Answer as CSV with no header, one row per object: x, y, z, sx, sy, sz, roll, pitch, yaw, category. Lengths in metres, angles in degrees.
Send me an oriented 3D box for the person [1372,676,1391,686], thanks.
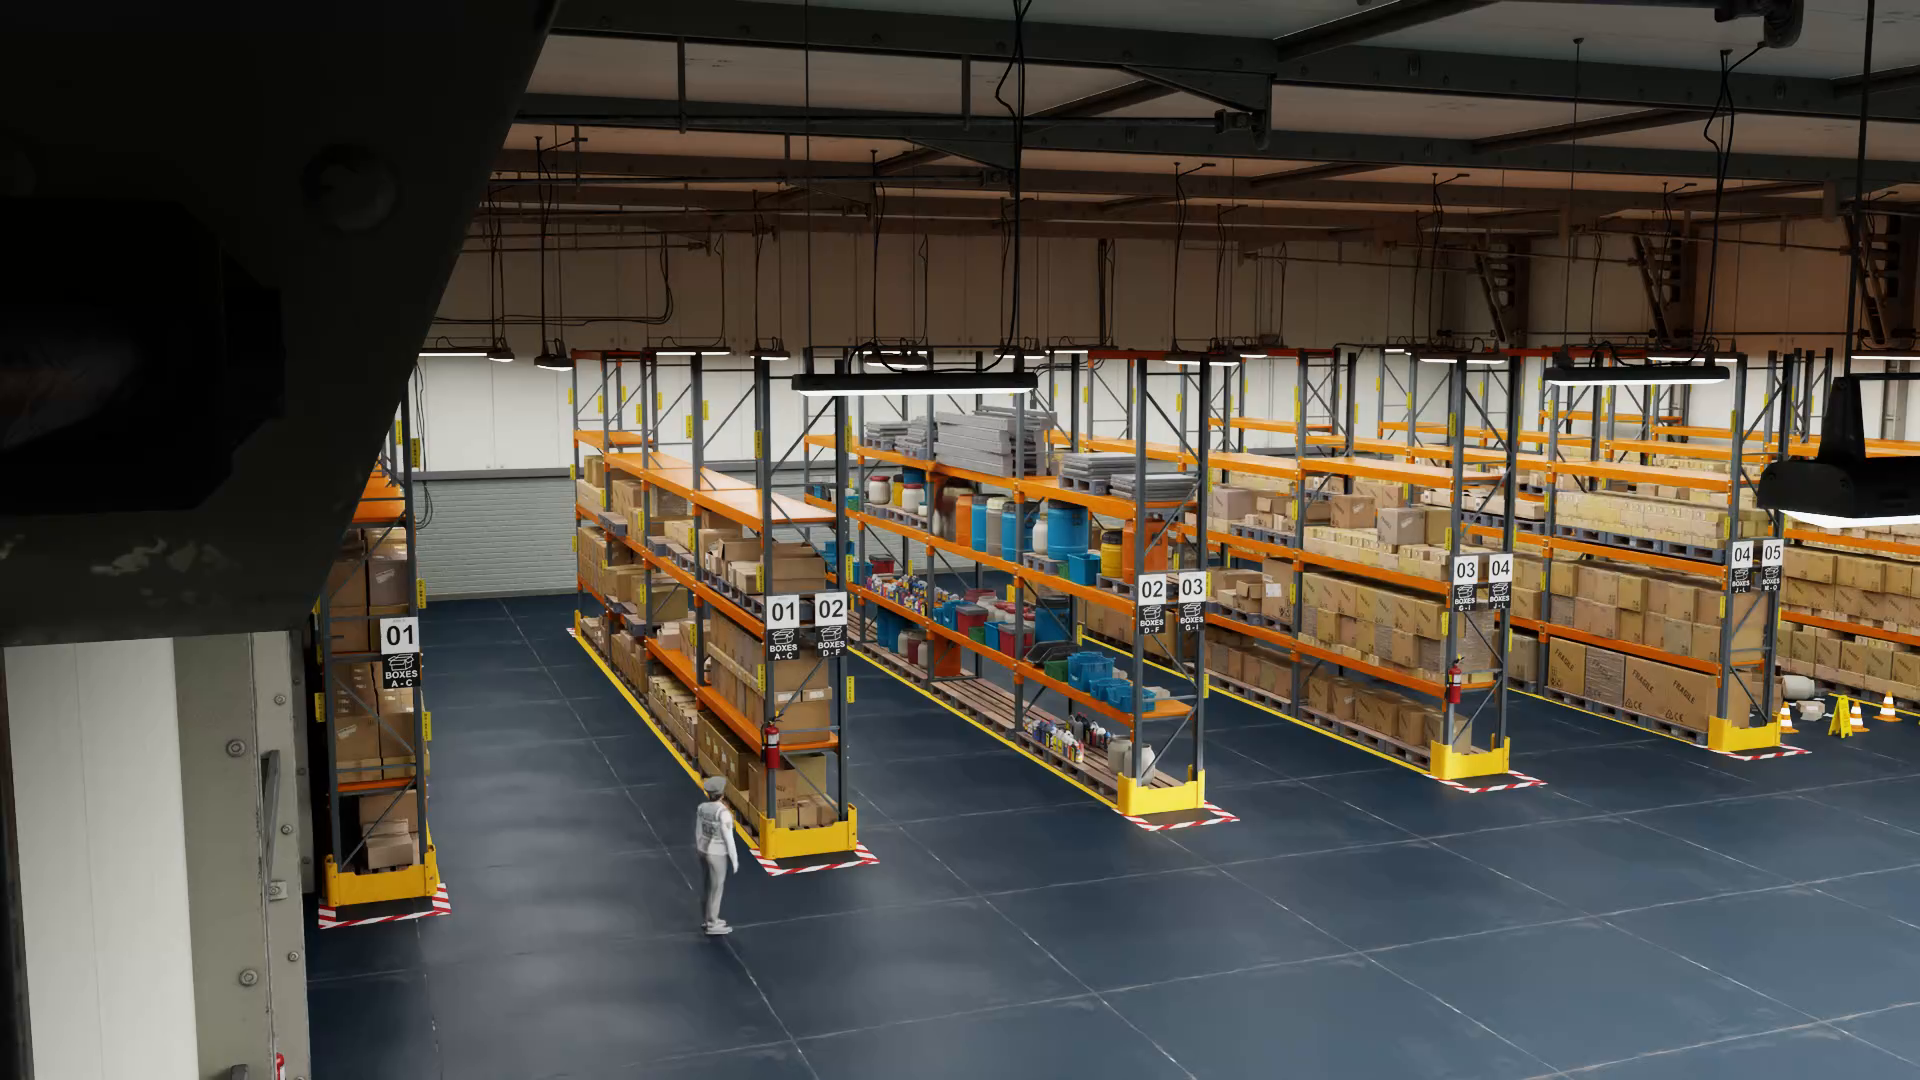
7.656,1.795,30.225,0.526,1.679,0.469,6,9,38,person

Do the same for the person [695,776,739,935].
-2.567,3.329,17.562,0.363,1.694,0.526,-5,9,-35,person
